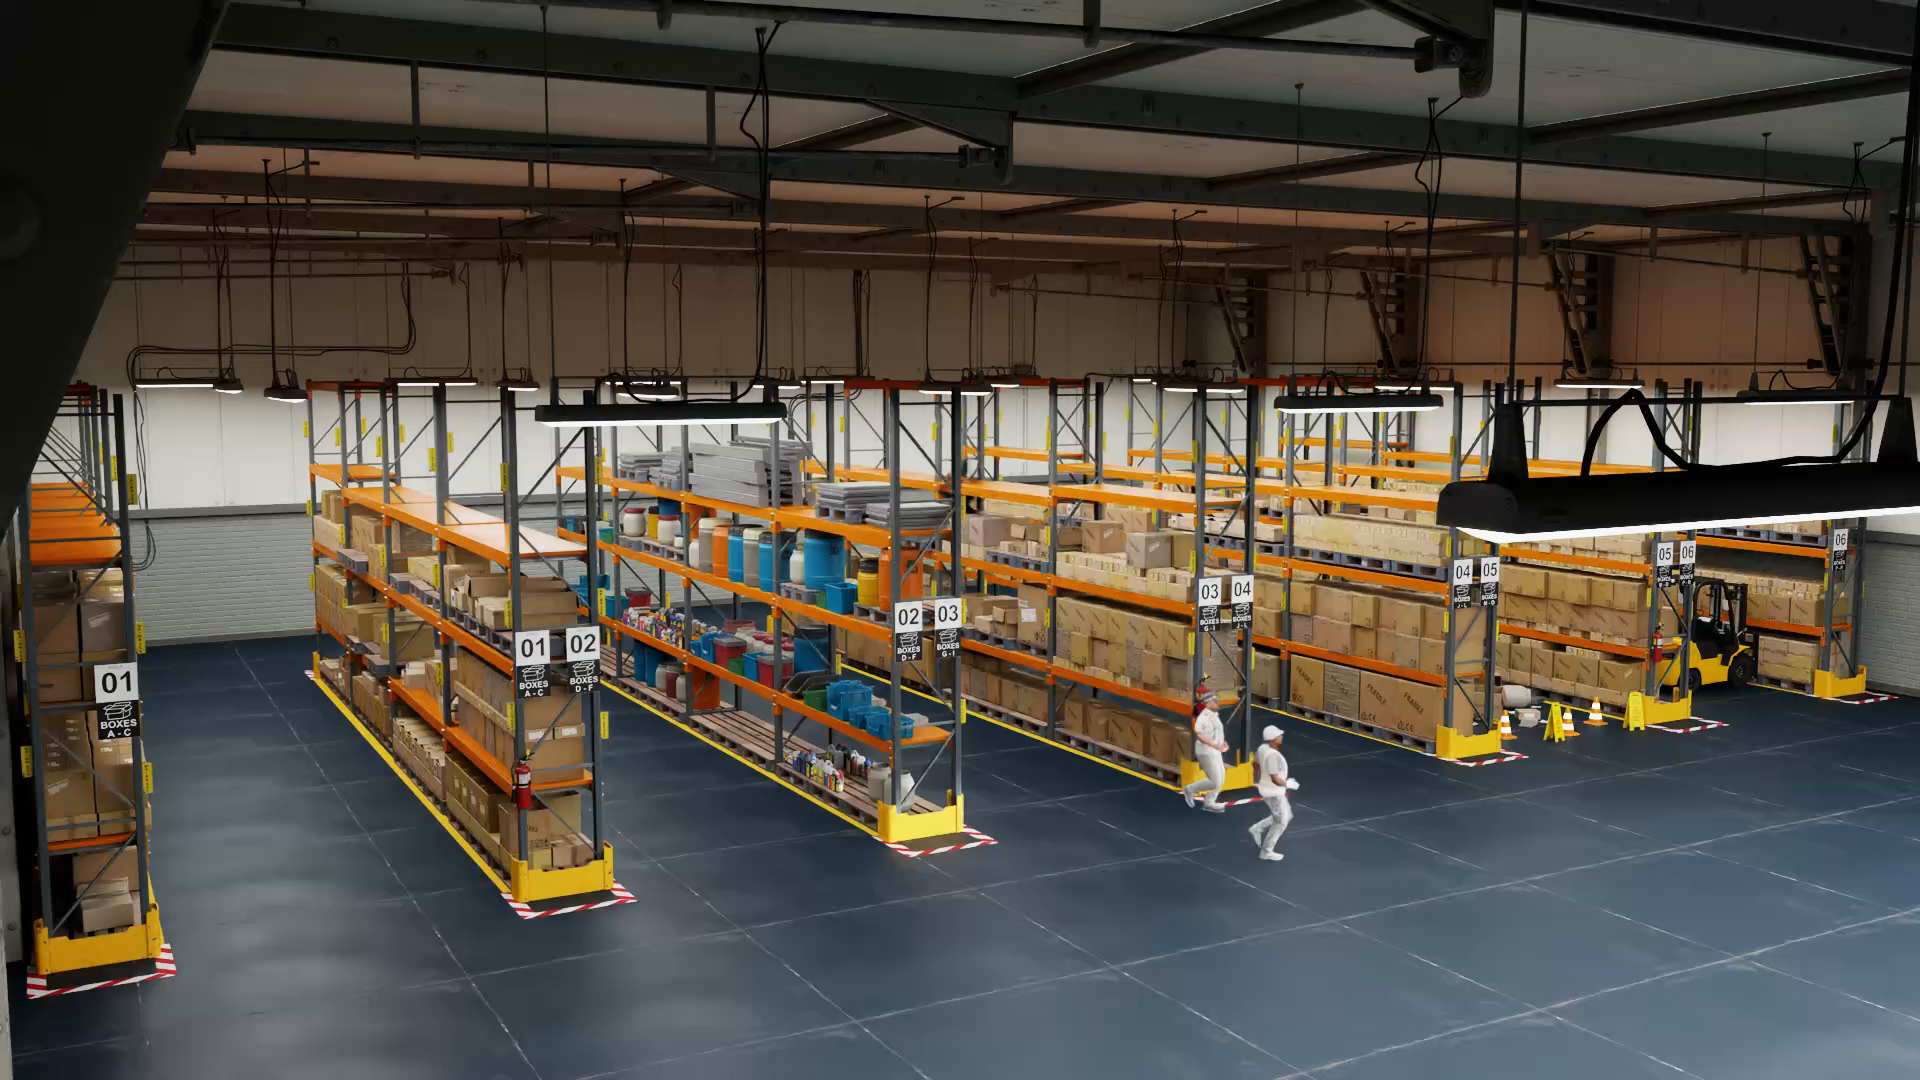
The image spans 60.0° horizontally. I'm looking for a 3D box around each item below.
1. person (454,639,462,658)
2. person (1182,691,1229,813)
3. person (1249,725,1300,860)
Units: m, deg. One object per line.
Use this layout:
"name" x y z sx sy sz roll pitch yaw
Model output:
"person" -10.120 1.927 33.453 0.651 1.685 0.646 -6 9 -45
"person" 3.481 2.974 23.460 0.623 1.738 0.656 2 7 21
"person" 4.007 3.218 21.202 0.595 1.737 0.683 0 6 -1
